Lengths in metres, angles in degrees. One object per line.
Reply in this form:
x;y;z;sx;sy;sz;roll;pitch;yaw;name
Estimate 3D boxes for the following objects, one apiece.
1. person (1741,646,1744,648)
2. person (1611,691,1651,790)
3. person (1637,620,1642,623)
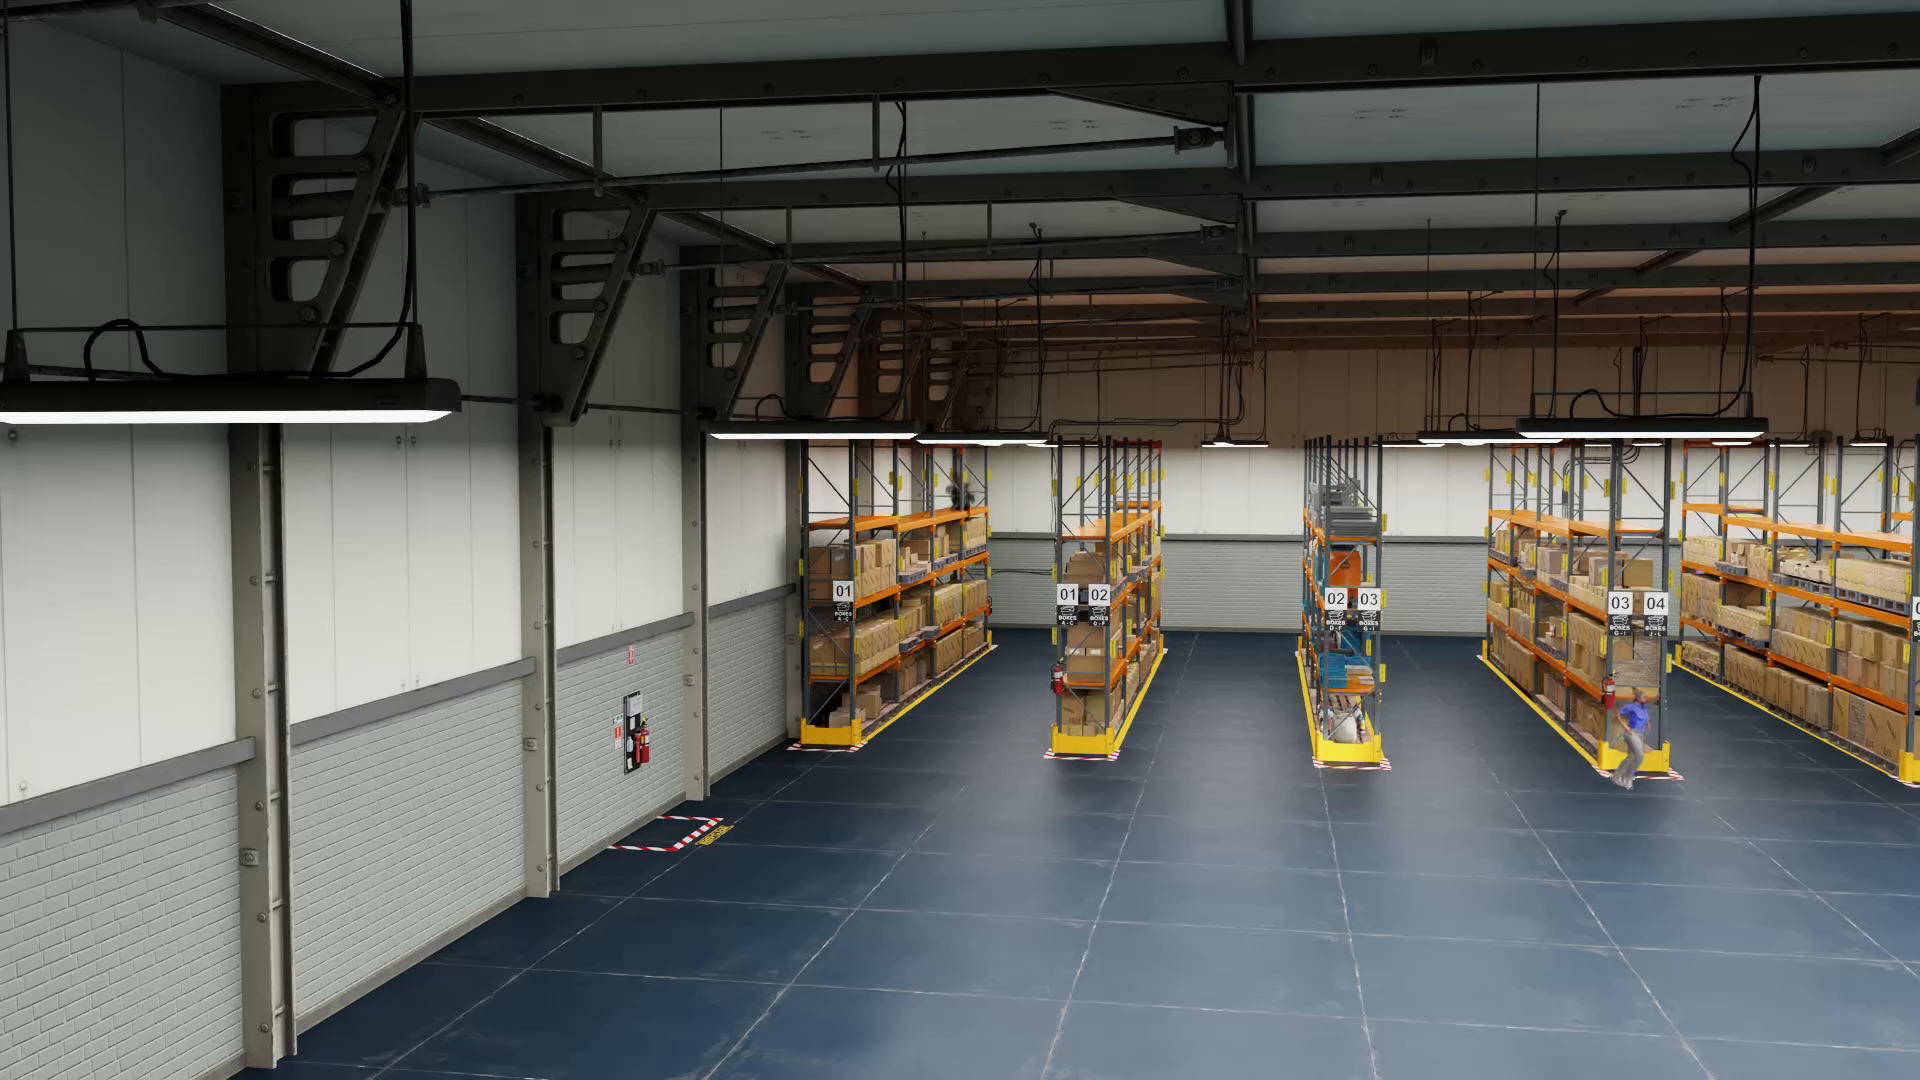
21.500;2.388;45.478;0.719;1.791;0.701;1;3;12;person
11.459;3.396;28.284;0.596;1.678;0.621;-3;4;-39;person
18.316;2.400;45.287;0.842;1.747;0.648;-1;3;-22;person
